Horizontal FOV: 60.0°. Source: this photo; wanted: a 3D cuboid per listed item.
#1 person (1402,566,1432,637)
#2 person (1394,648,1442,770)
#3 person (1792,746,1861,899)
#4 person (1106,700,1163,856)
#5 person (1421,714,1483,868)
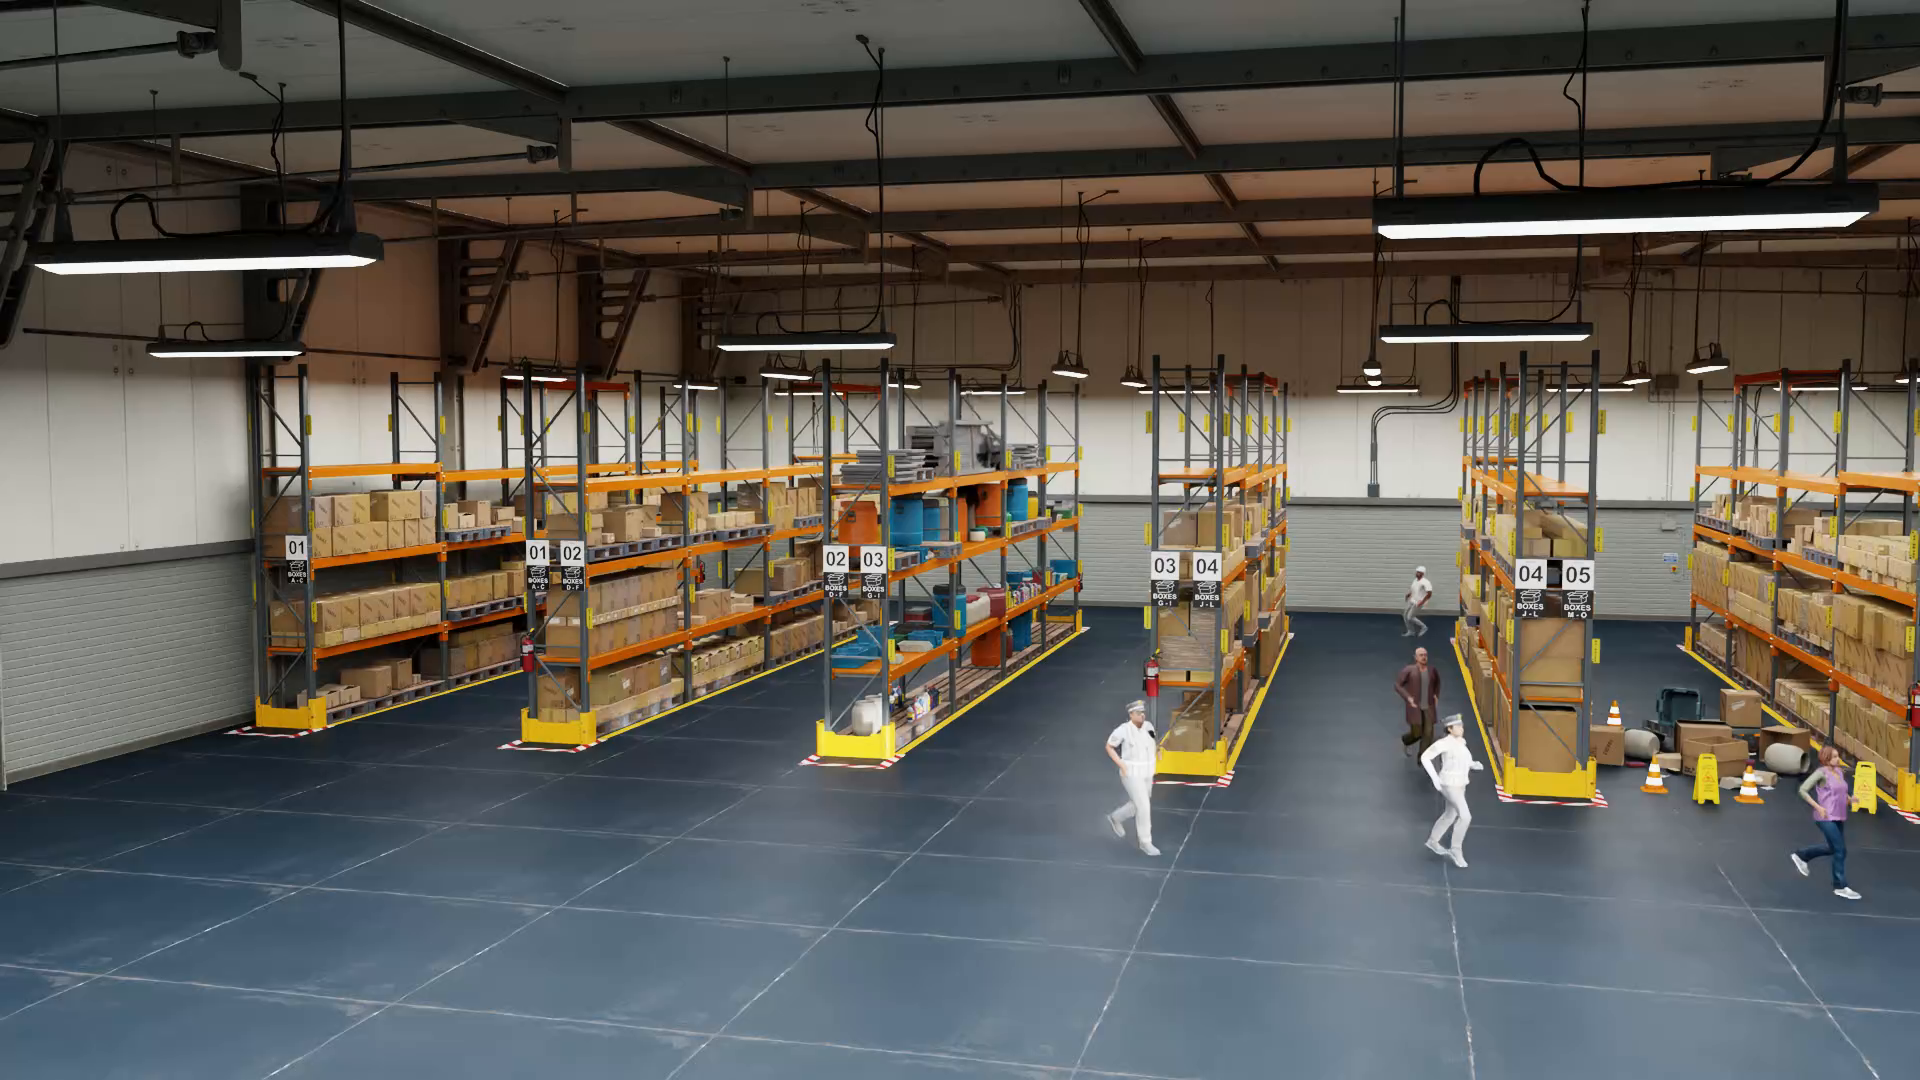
[{"bbox_3d":[10.749,1.455,39.189,0.571,1.695,0.724,0,4,-6],"label":"person"},{"bbox_3d":[6.727,2.447,24.319,0.726,1.745,0.865,0,4,-6],"label":"person"},{"bbox_3d":[9.255,2.983,17.787,0.504,1.571,0.812,-2,5,-31],"label":"person"},{"bbox_3d":[2.073,2.766,19.670,0.632,1.797,0.888,-3,5,-39],"label":"person"},{"bbox_3d":[5.640,2.850,19.025,0.580,1.751,0.734,-4,5,-44],"label":"person"}]
